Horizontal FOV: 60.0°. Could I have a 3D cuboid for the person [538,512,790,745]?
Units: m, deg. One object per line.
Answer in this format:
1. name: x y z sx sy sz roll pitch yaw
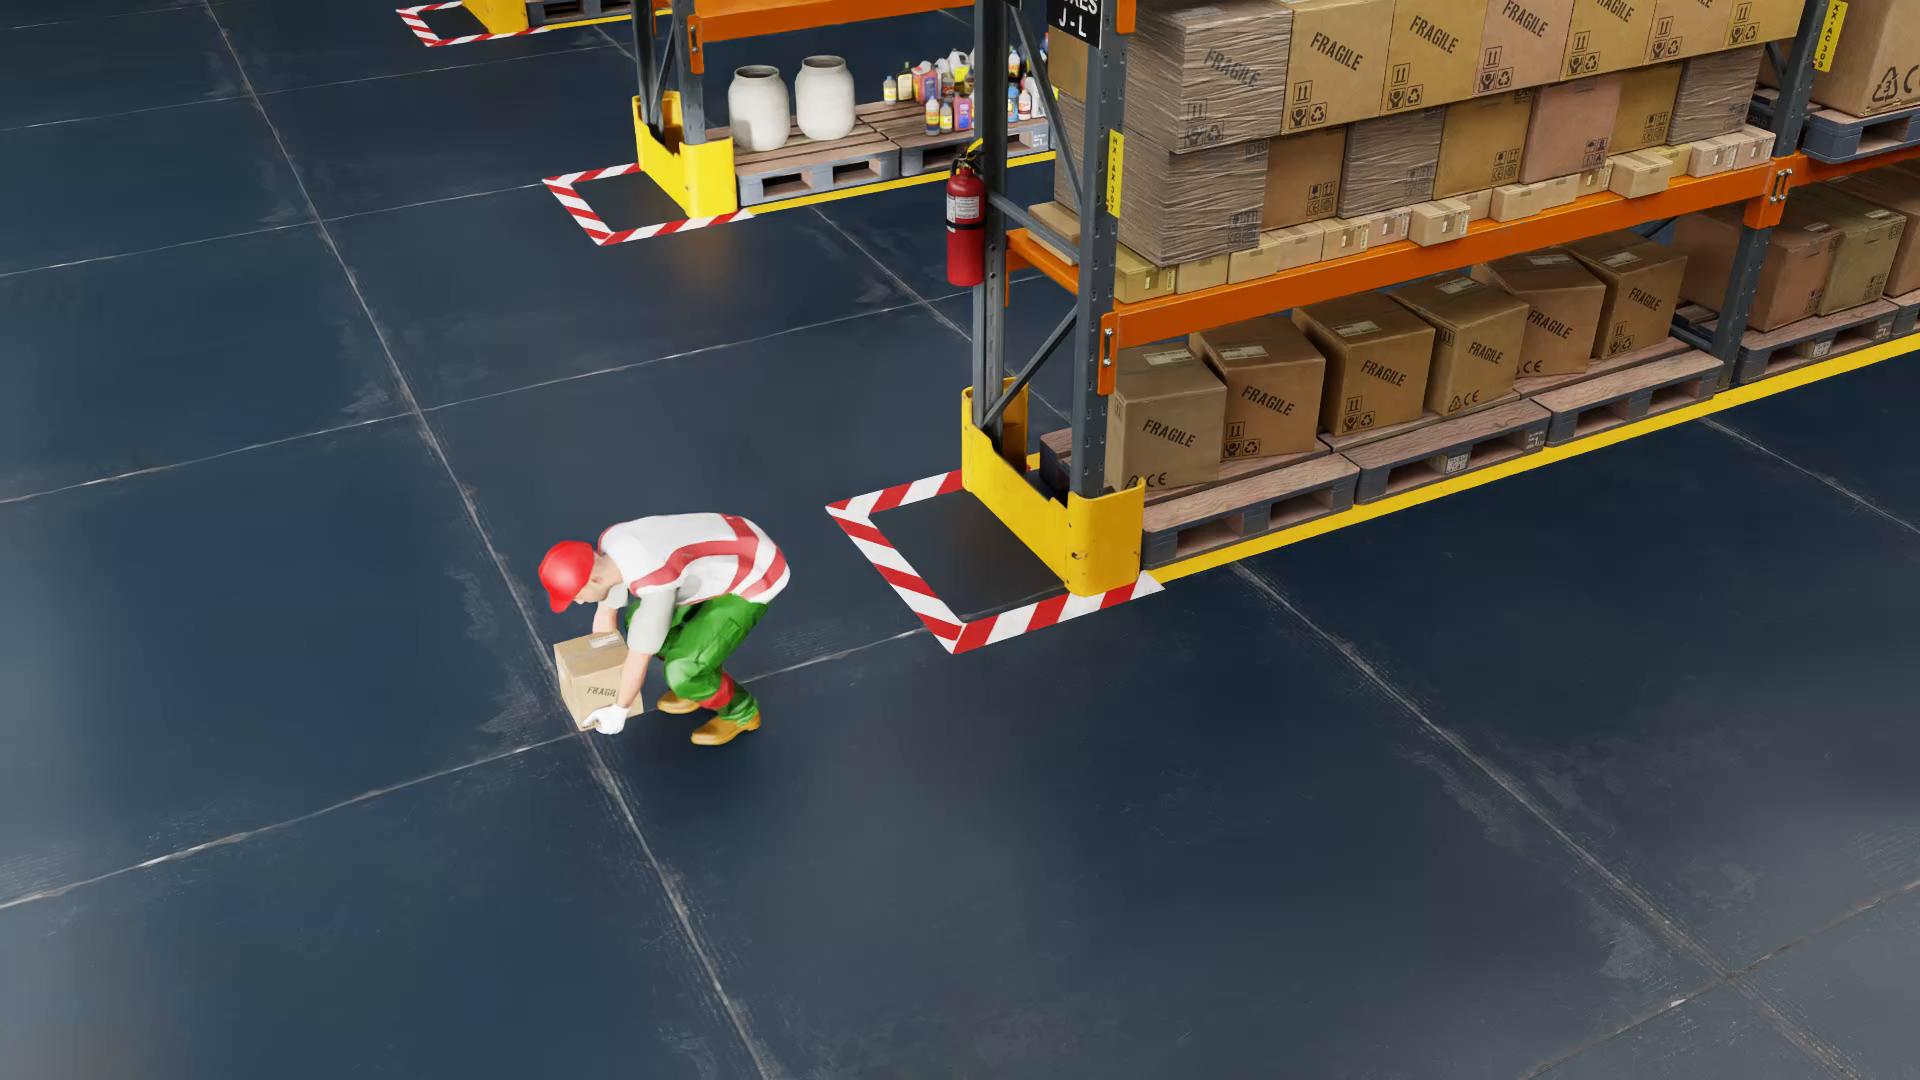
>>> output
1. person: -1.102 0.326 6.352 0.933 0.990 0.528 -17 37 -25
